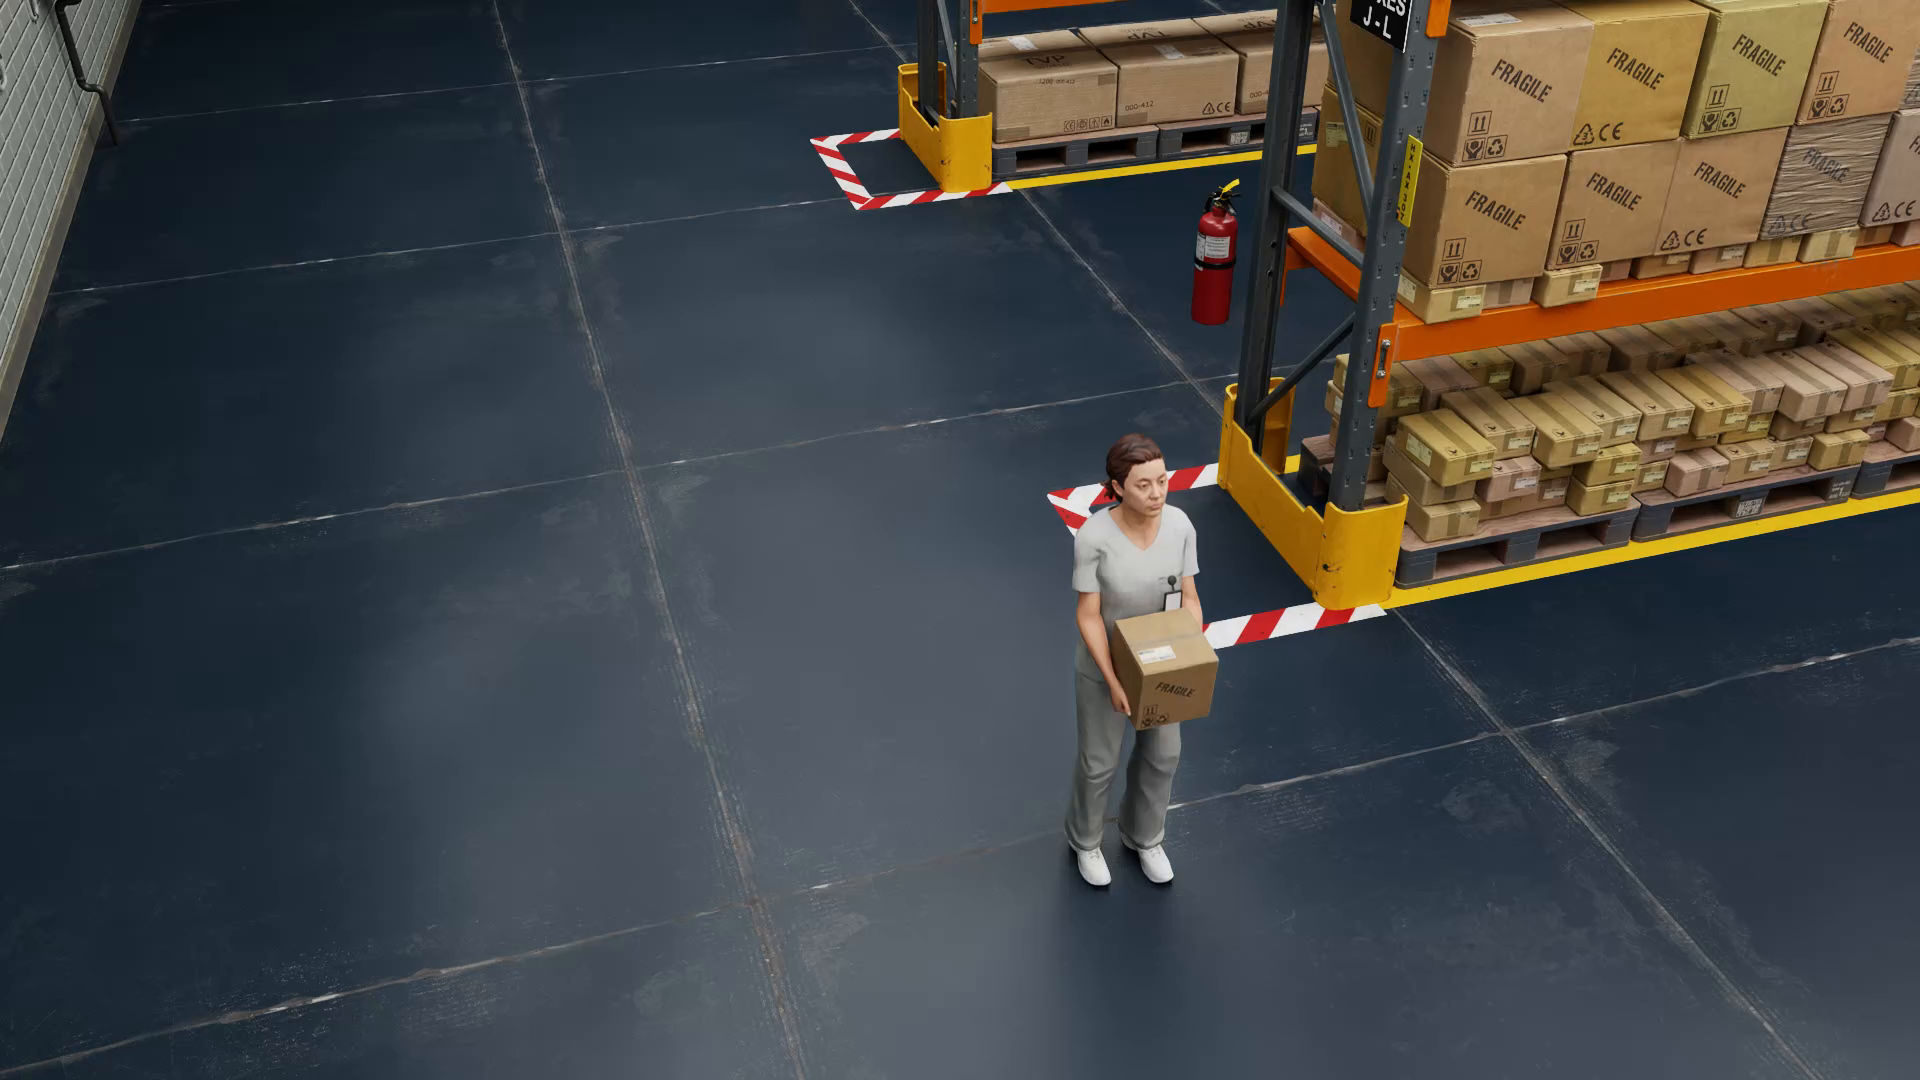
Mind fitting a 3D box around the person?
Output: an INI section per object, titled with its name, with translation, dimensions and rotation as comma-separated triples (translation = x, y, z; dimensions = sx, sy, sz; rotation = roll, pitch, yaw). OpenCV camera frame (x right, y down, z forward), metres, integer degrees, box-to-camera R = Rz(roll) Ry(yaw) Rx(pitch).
[person]
translation = 0.589, 0.441, 5.509
dimensions = 0.514, 1.652, 0.411
rotation = -12, 36, -17
